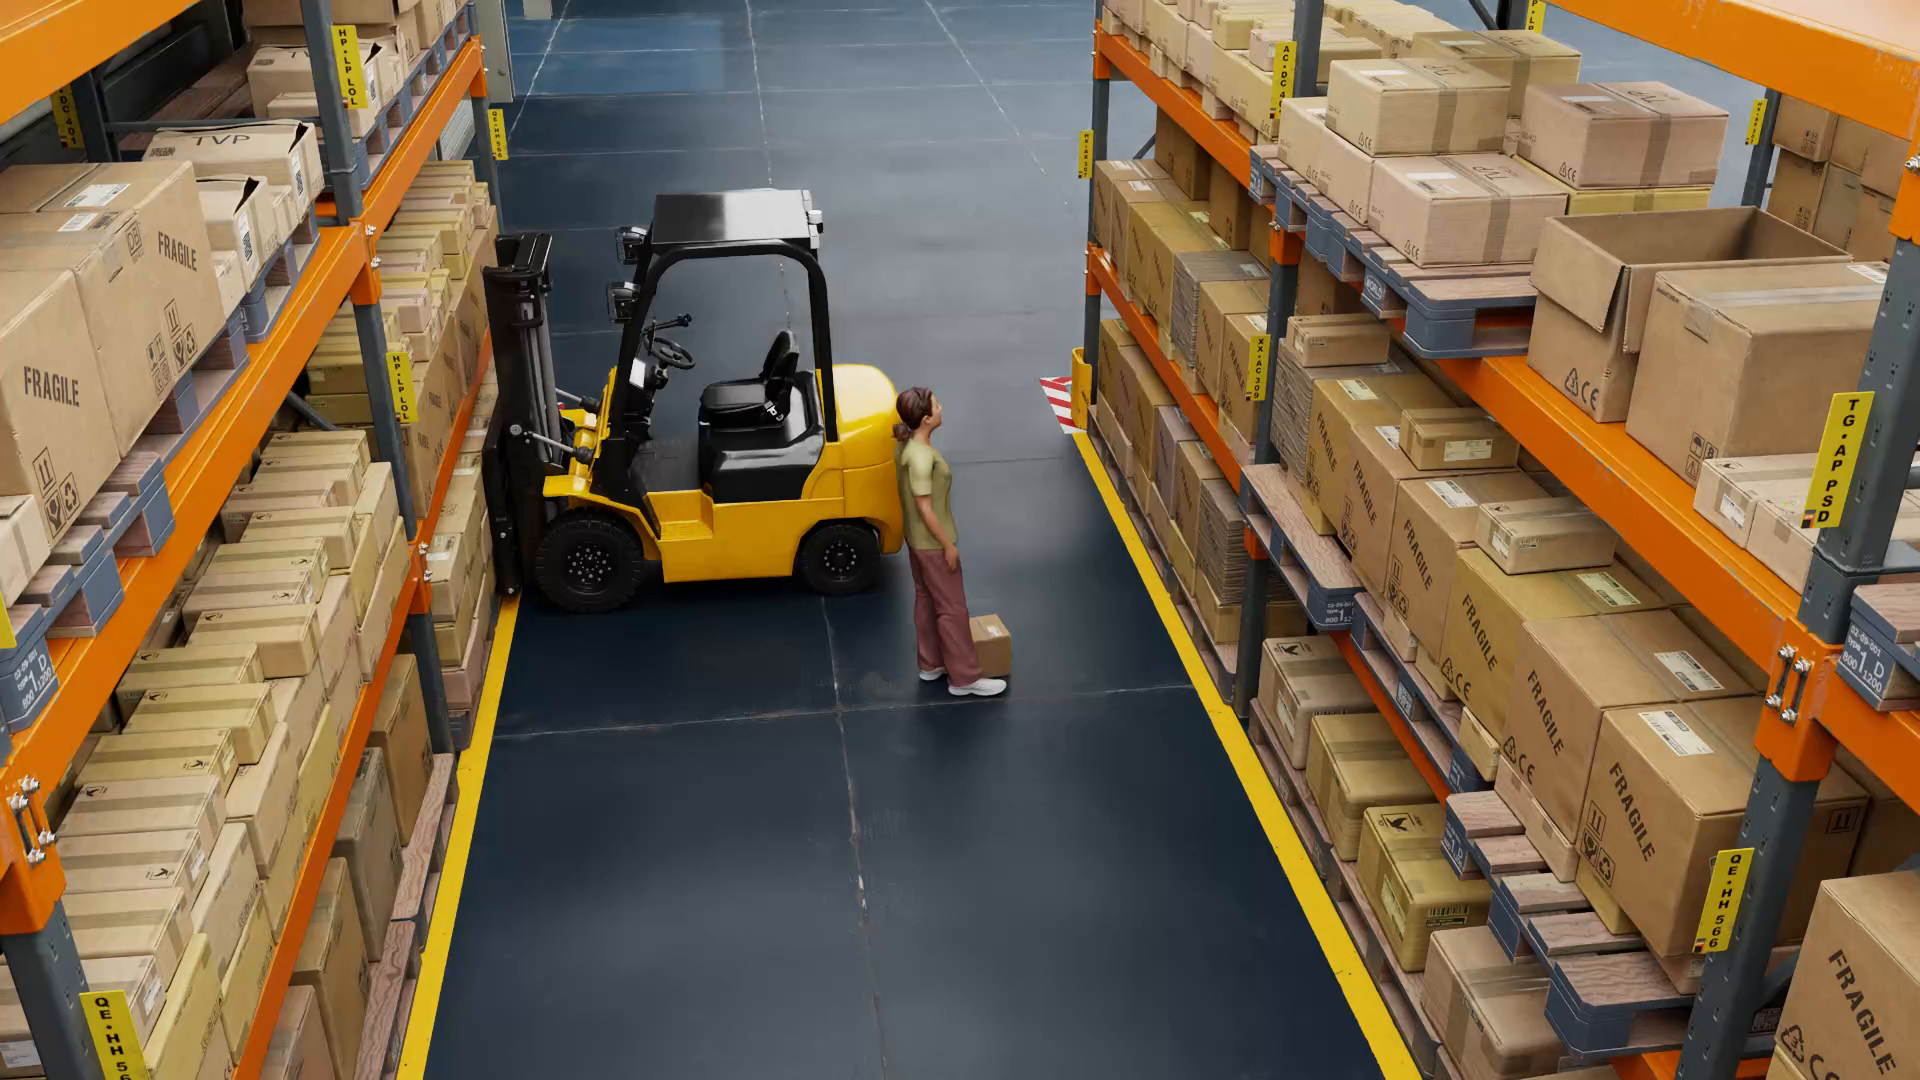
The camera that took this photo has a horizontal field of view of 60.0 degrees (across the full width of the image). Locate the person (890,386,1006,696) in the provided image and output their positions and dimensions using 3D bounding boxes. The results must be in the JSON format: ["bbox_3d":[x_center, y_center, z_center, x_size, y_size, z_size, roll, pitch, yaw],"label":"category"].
[{"bbox_3d":[-0.081,0.098,8.680,0.549,1.427,0.551,-7,28,-14],"label":"person"}]
